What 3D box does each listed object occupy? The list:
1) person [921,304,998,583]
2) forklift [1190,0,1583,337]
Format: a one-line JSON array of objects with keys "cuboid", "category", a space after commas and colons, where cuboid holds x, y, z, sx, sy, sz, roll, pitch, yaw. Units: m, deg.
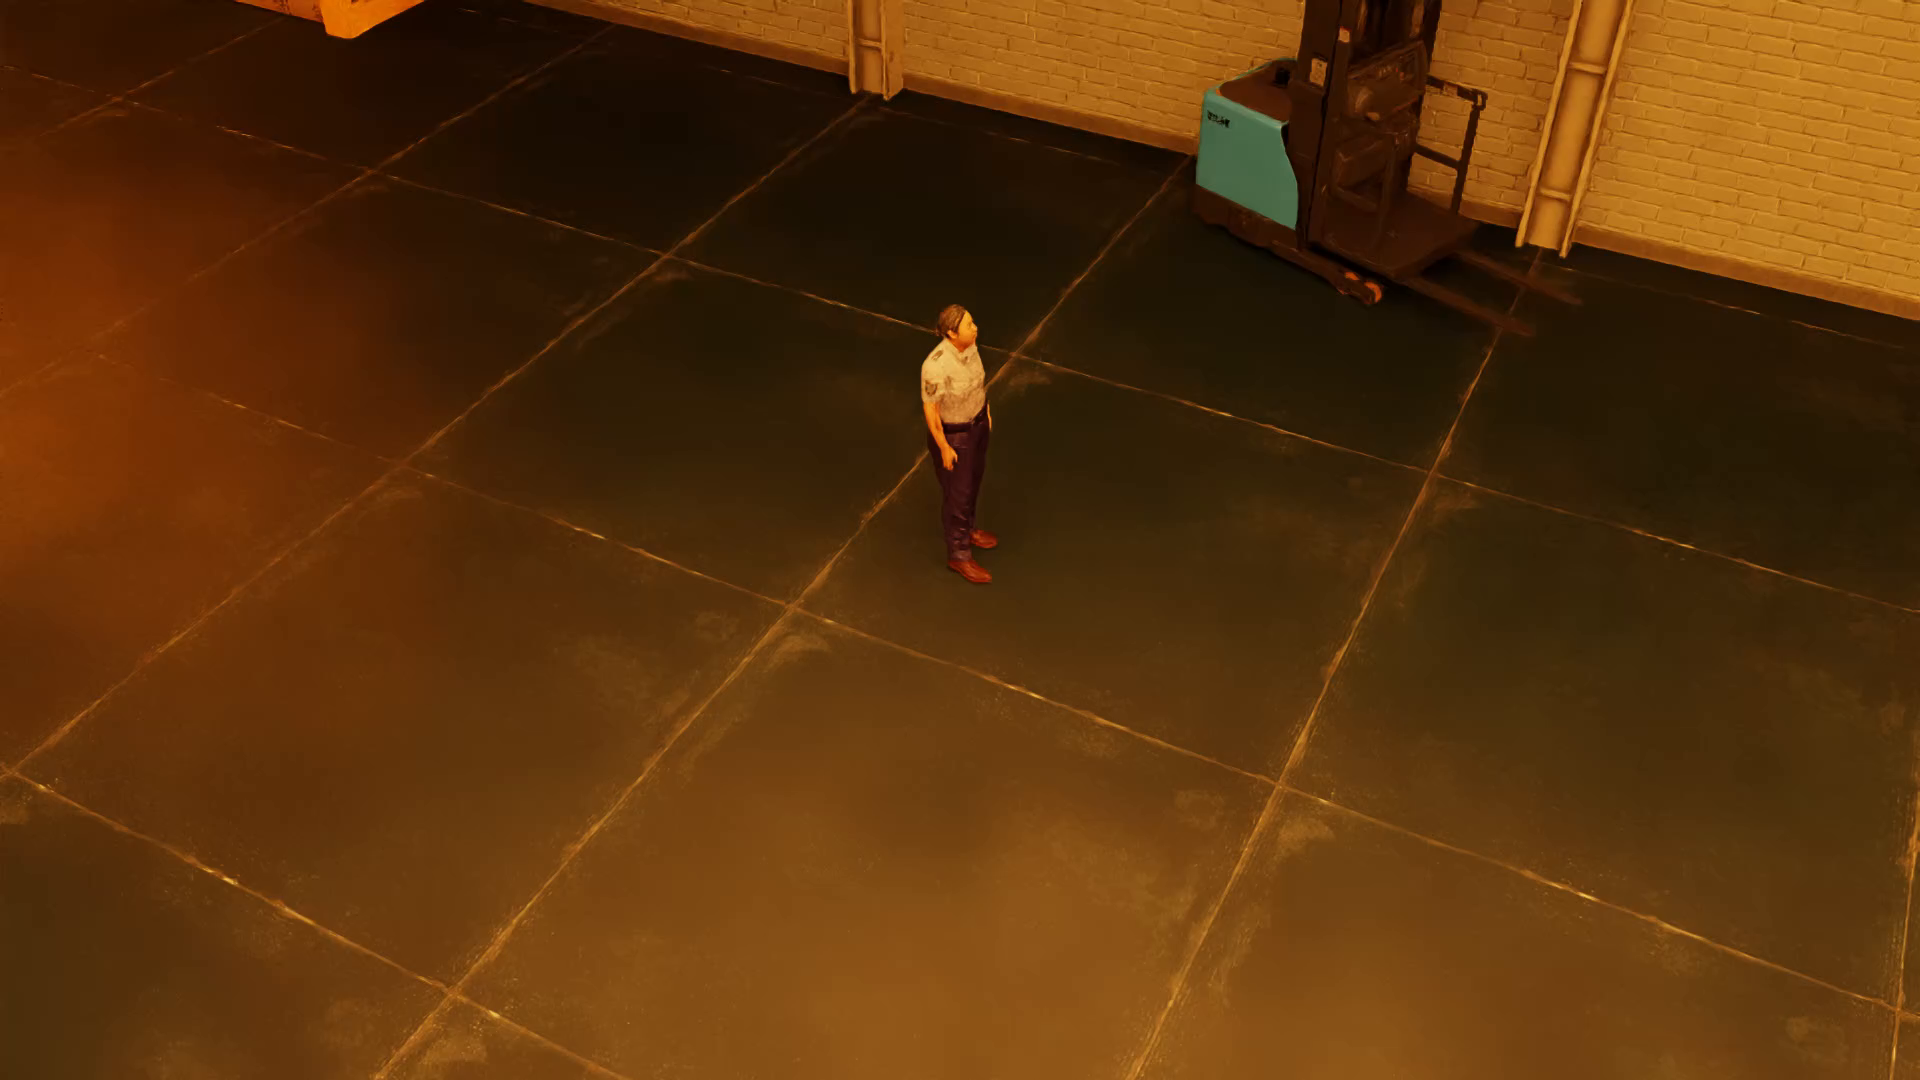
[{"cuboid": [0.069, -0.596, 9.679, 0.502, 1.650, 0.599, 18, 43, 21], "category": "person"}, {"cuboid": [3.207, -3.233, 11.825, 1.130, 2.935, 3.031, -31, 49, -31], "category": "forklift"}]
